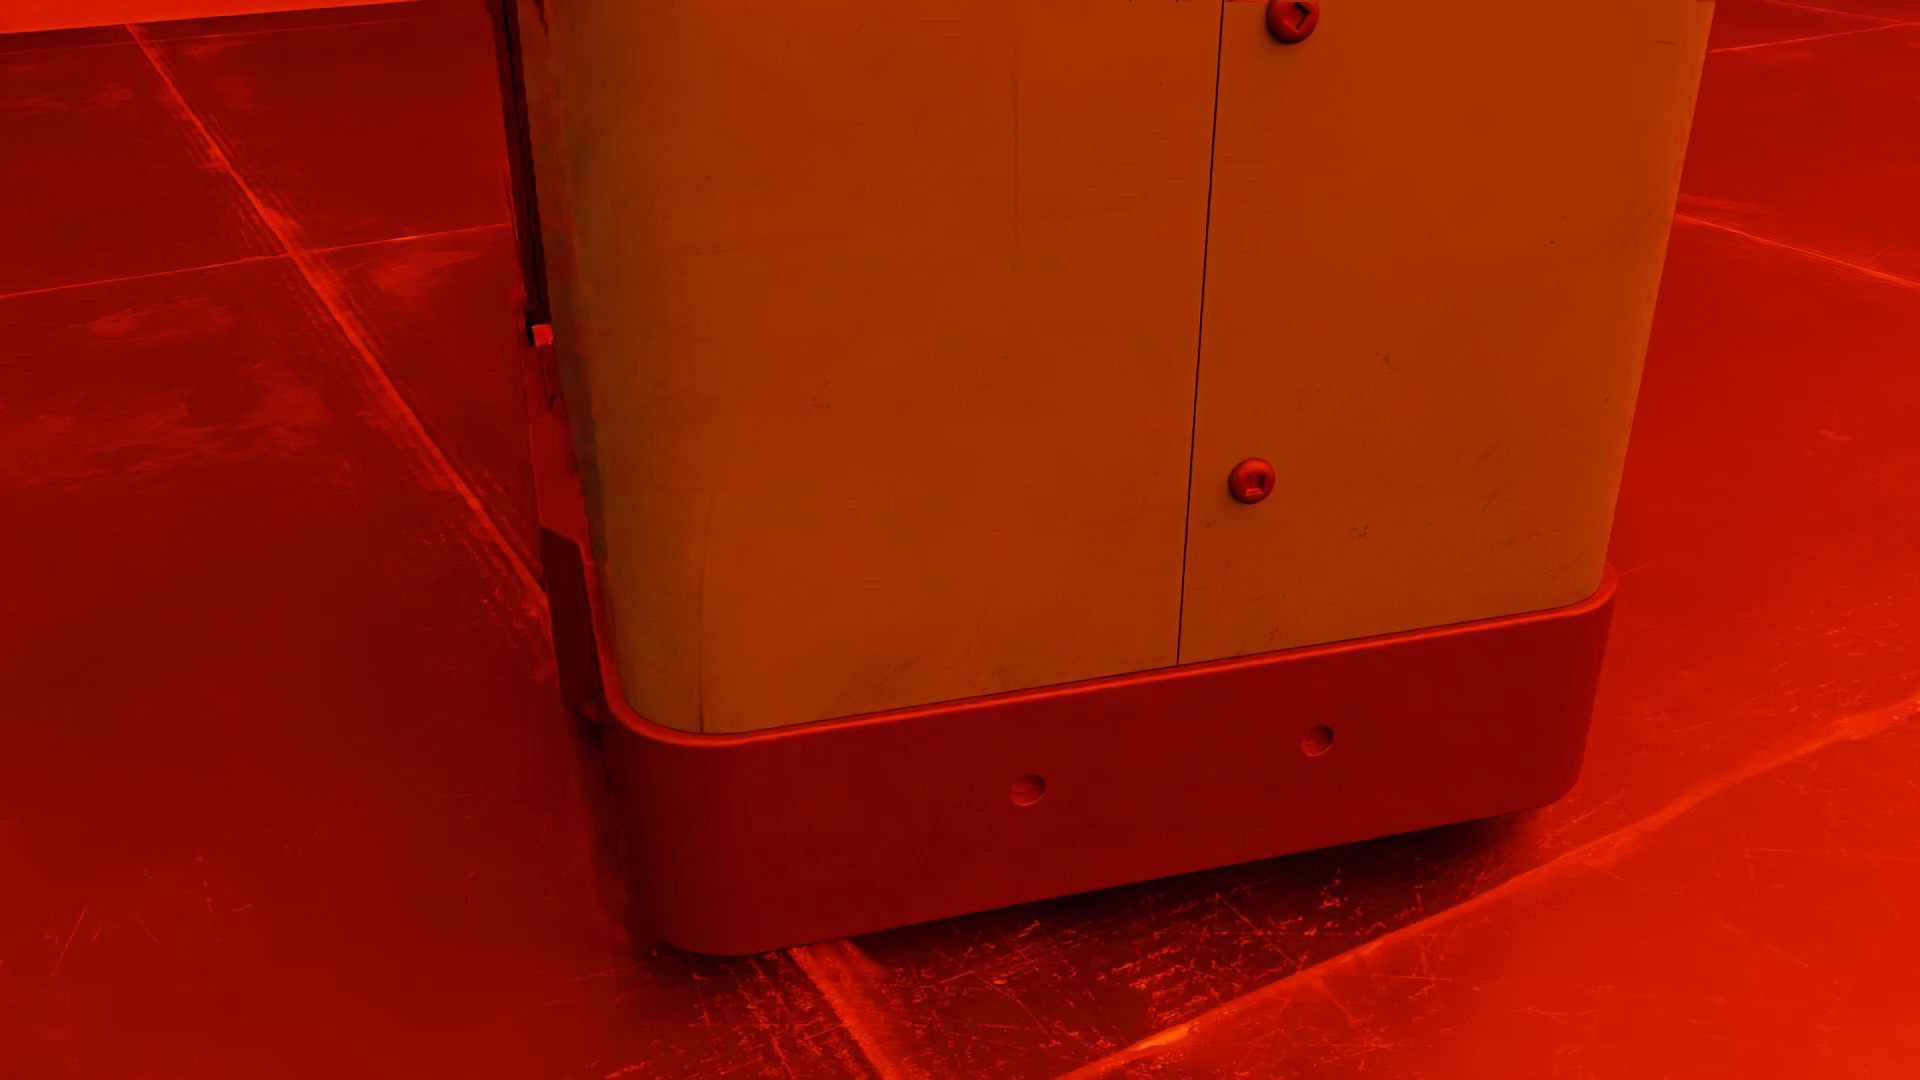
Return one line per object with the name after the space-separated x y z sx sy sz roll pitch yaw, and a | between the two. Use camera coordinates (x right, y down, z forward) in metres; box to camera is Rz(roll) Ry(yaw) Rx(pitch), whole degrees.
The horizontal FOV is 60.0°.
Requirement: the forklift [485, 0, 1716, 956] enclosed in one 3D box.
-0.205 -1.563 2.340 1.130 2.935 3.031 -7 28 -14 | forklift
